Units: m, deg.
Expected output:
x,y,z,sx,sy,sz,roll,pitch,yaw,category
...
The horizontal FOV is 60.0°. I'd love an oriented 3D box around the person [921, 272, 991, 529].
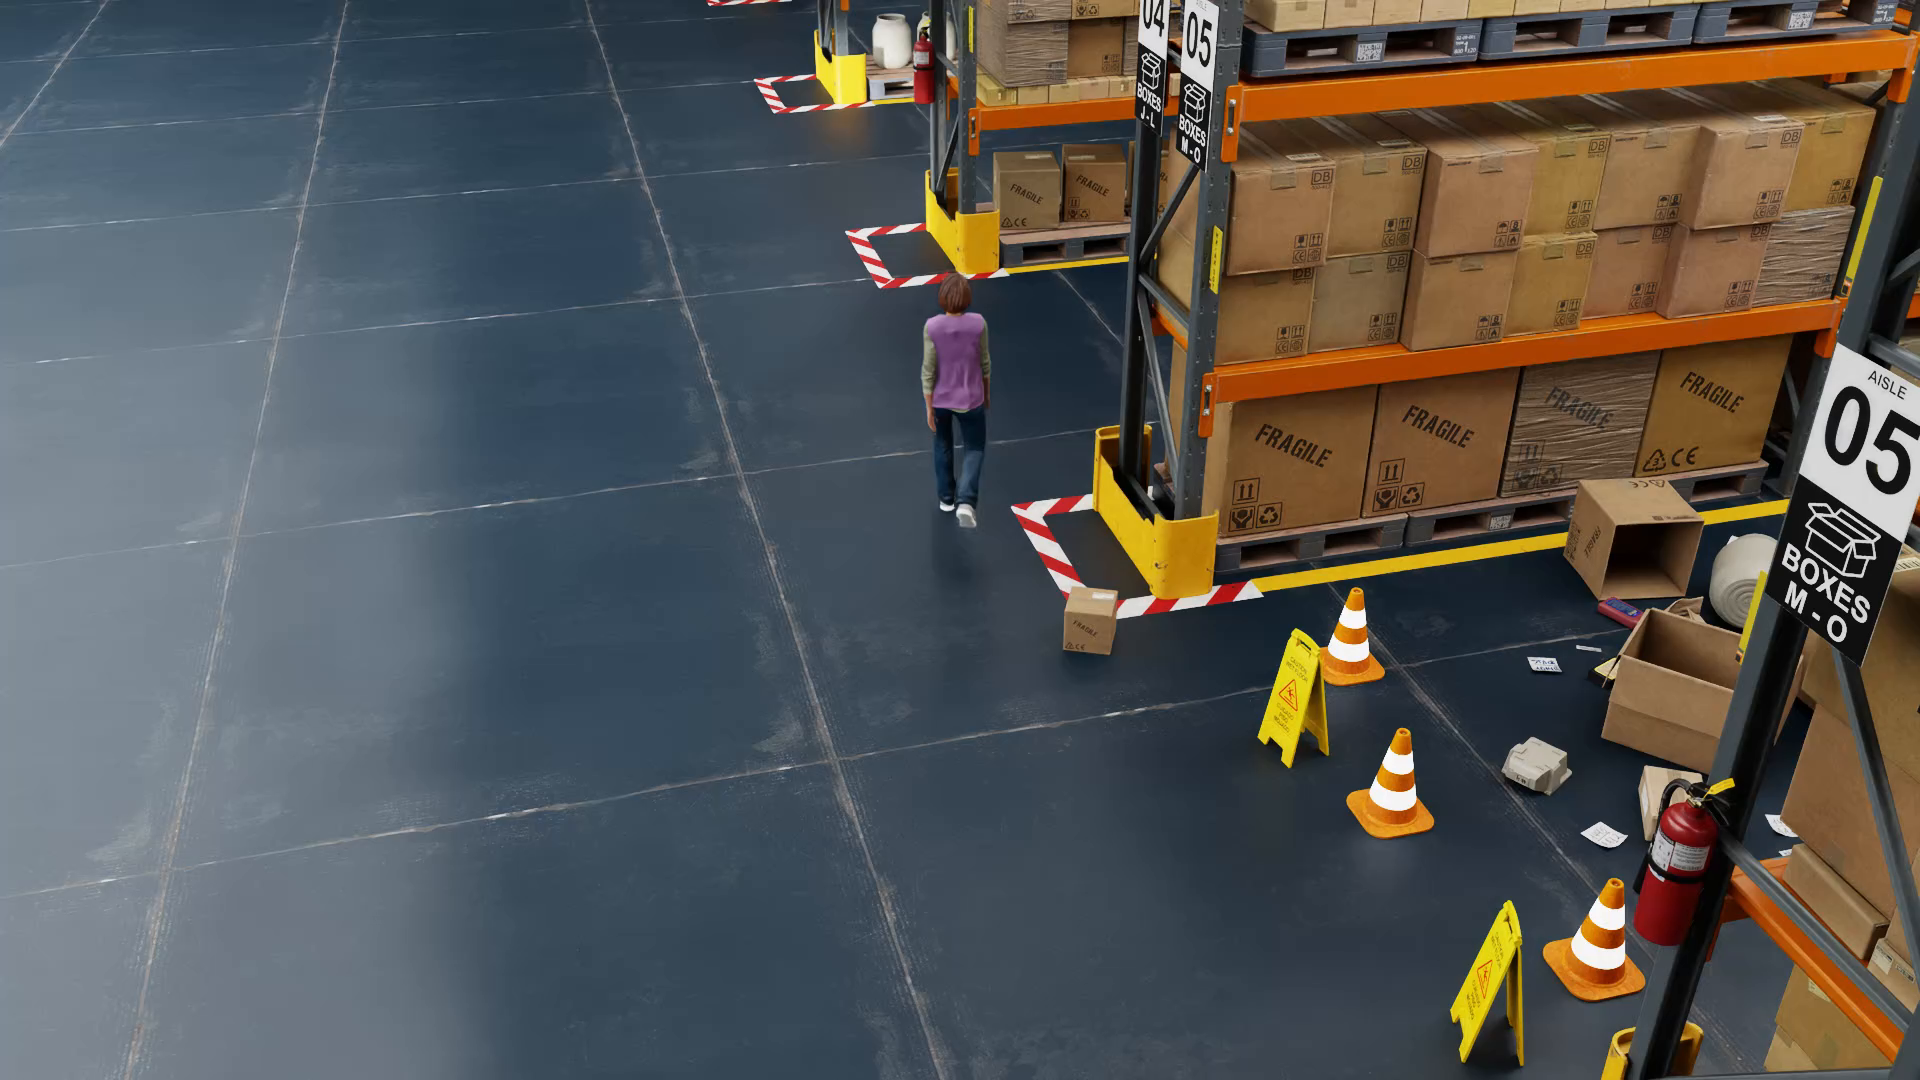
x,y,z,sx,sy,sz,roll,pitch,yaw,category
-0.022,-0.782,9.535,0.394,1.564,0.750,1,31,2,person
